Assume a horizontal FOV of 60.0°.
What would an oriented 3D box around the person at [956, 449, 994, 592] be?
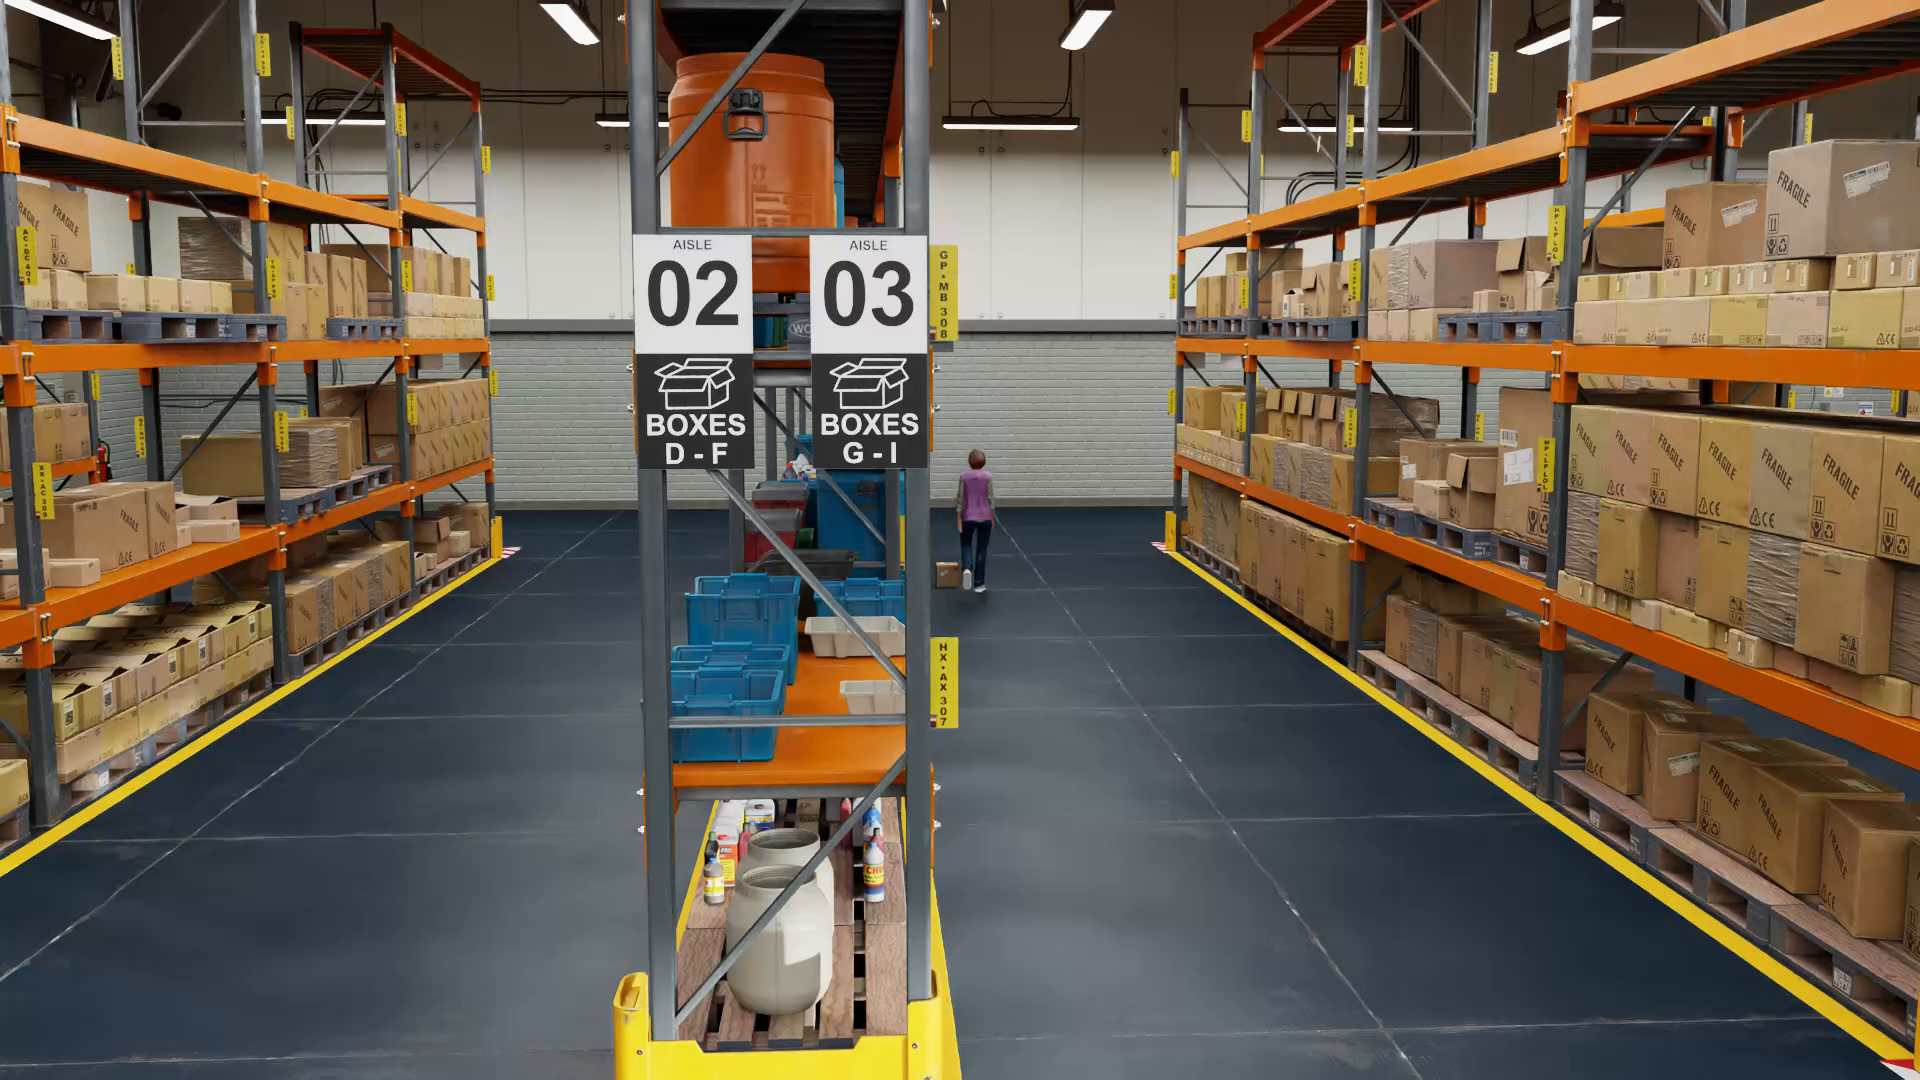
[{"bbox_3d":[0.166,-0.205,18.353,0.424,1.575,0.447,1,7,4],"label":"person"}]
